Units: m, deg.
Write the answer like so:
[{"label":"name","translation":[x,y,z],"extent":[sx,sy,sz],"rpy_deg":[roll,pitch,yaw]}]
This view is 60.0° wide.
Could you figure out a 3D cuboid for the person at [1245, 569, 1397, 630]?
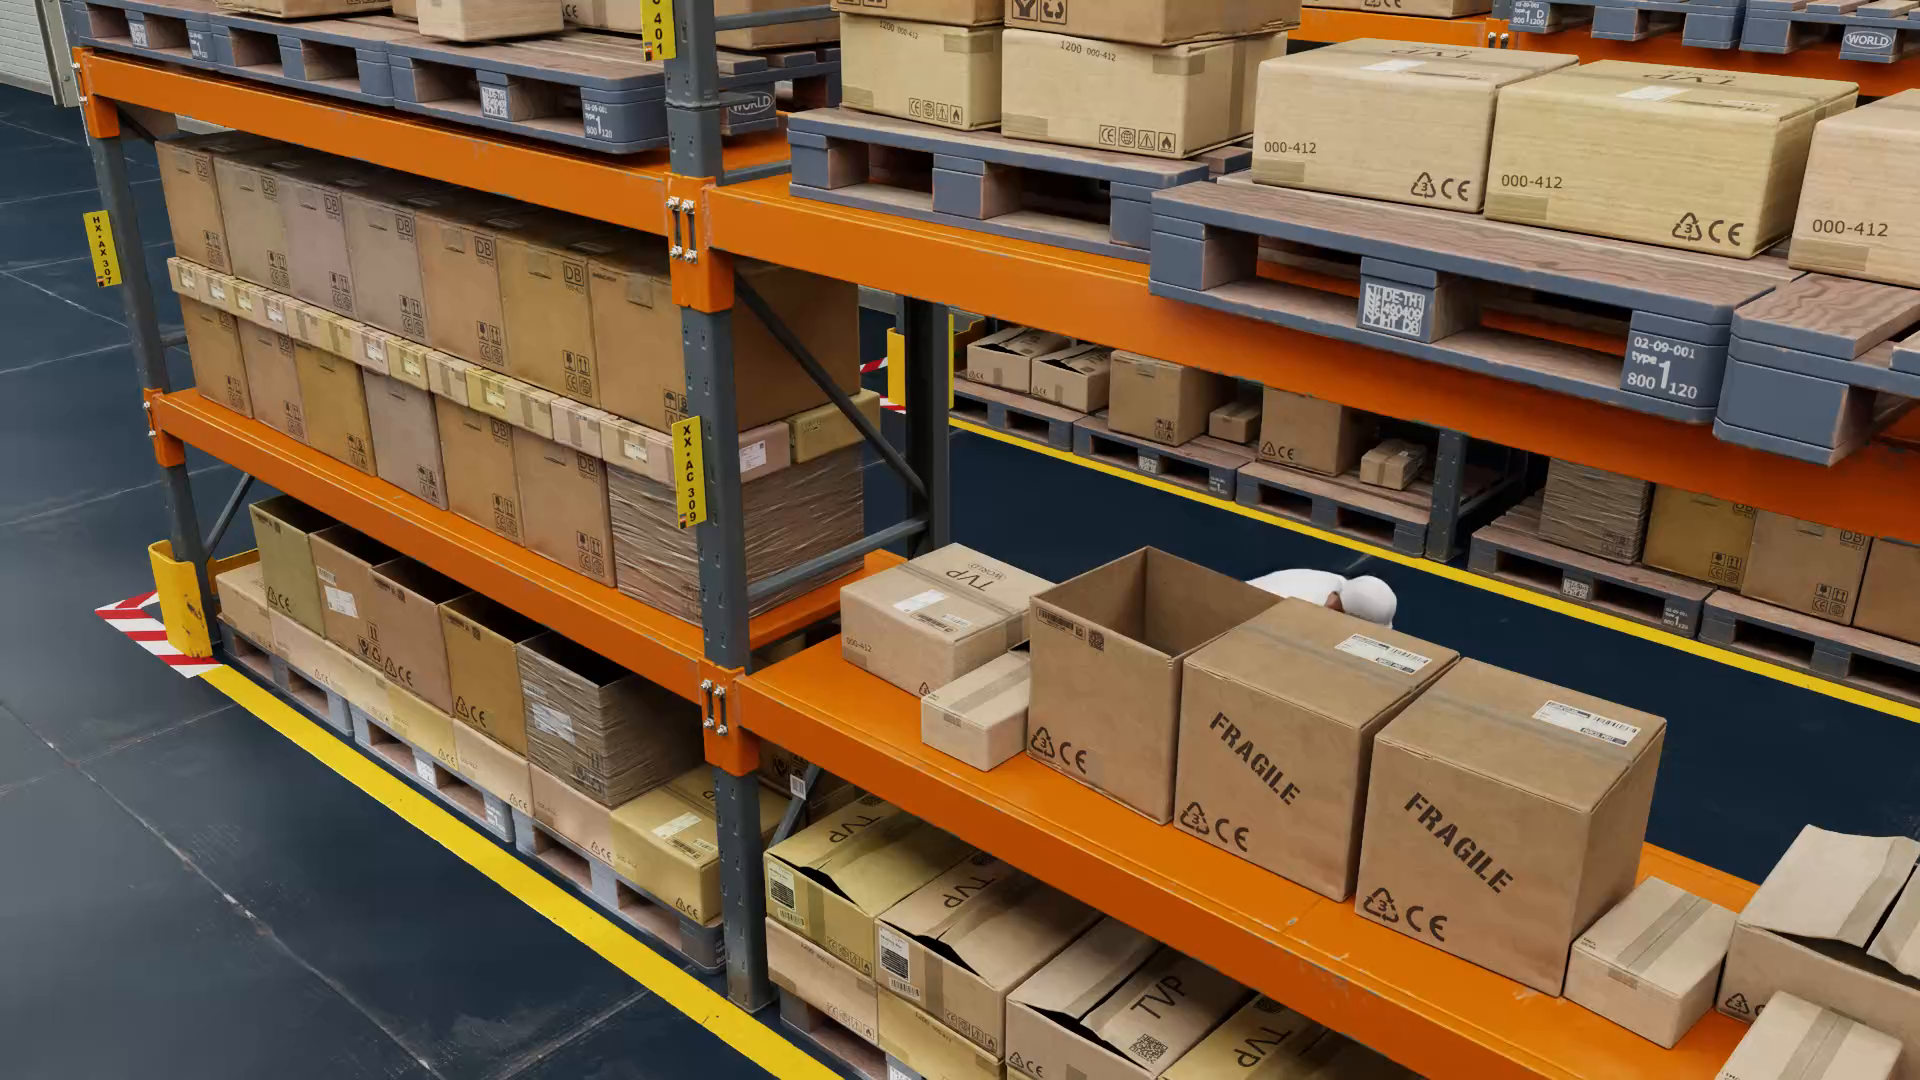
[{"label":"person","translation":[1.313,0.538,6.787],"extent":[0.895,1.035,0.584],"rpy_deg":[20,30,38]}]
